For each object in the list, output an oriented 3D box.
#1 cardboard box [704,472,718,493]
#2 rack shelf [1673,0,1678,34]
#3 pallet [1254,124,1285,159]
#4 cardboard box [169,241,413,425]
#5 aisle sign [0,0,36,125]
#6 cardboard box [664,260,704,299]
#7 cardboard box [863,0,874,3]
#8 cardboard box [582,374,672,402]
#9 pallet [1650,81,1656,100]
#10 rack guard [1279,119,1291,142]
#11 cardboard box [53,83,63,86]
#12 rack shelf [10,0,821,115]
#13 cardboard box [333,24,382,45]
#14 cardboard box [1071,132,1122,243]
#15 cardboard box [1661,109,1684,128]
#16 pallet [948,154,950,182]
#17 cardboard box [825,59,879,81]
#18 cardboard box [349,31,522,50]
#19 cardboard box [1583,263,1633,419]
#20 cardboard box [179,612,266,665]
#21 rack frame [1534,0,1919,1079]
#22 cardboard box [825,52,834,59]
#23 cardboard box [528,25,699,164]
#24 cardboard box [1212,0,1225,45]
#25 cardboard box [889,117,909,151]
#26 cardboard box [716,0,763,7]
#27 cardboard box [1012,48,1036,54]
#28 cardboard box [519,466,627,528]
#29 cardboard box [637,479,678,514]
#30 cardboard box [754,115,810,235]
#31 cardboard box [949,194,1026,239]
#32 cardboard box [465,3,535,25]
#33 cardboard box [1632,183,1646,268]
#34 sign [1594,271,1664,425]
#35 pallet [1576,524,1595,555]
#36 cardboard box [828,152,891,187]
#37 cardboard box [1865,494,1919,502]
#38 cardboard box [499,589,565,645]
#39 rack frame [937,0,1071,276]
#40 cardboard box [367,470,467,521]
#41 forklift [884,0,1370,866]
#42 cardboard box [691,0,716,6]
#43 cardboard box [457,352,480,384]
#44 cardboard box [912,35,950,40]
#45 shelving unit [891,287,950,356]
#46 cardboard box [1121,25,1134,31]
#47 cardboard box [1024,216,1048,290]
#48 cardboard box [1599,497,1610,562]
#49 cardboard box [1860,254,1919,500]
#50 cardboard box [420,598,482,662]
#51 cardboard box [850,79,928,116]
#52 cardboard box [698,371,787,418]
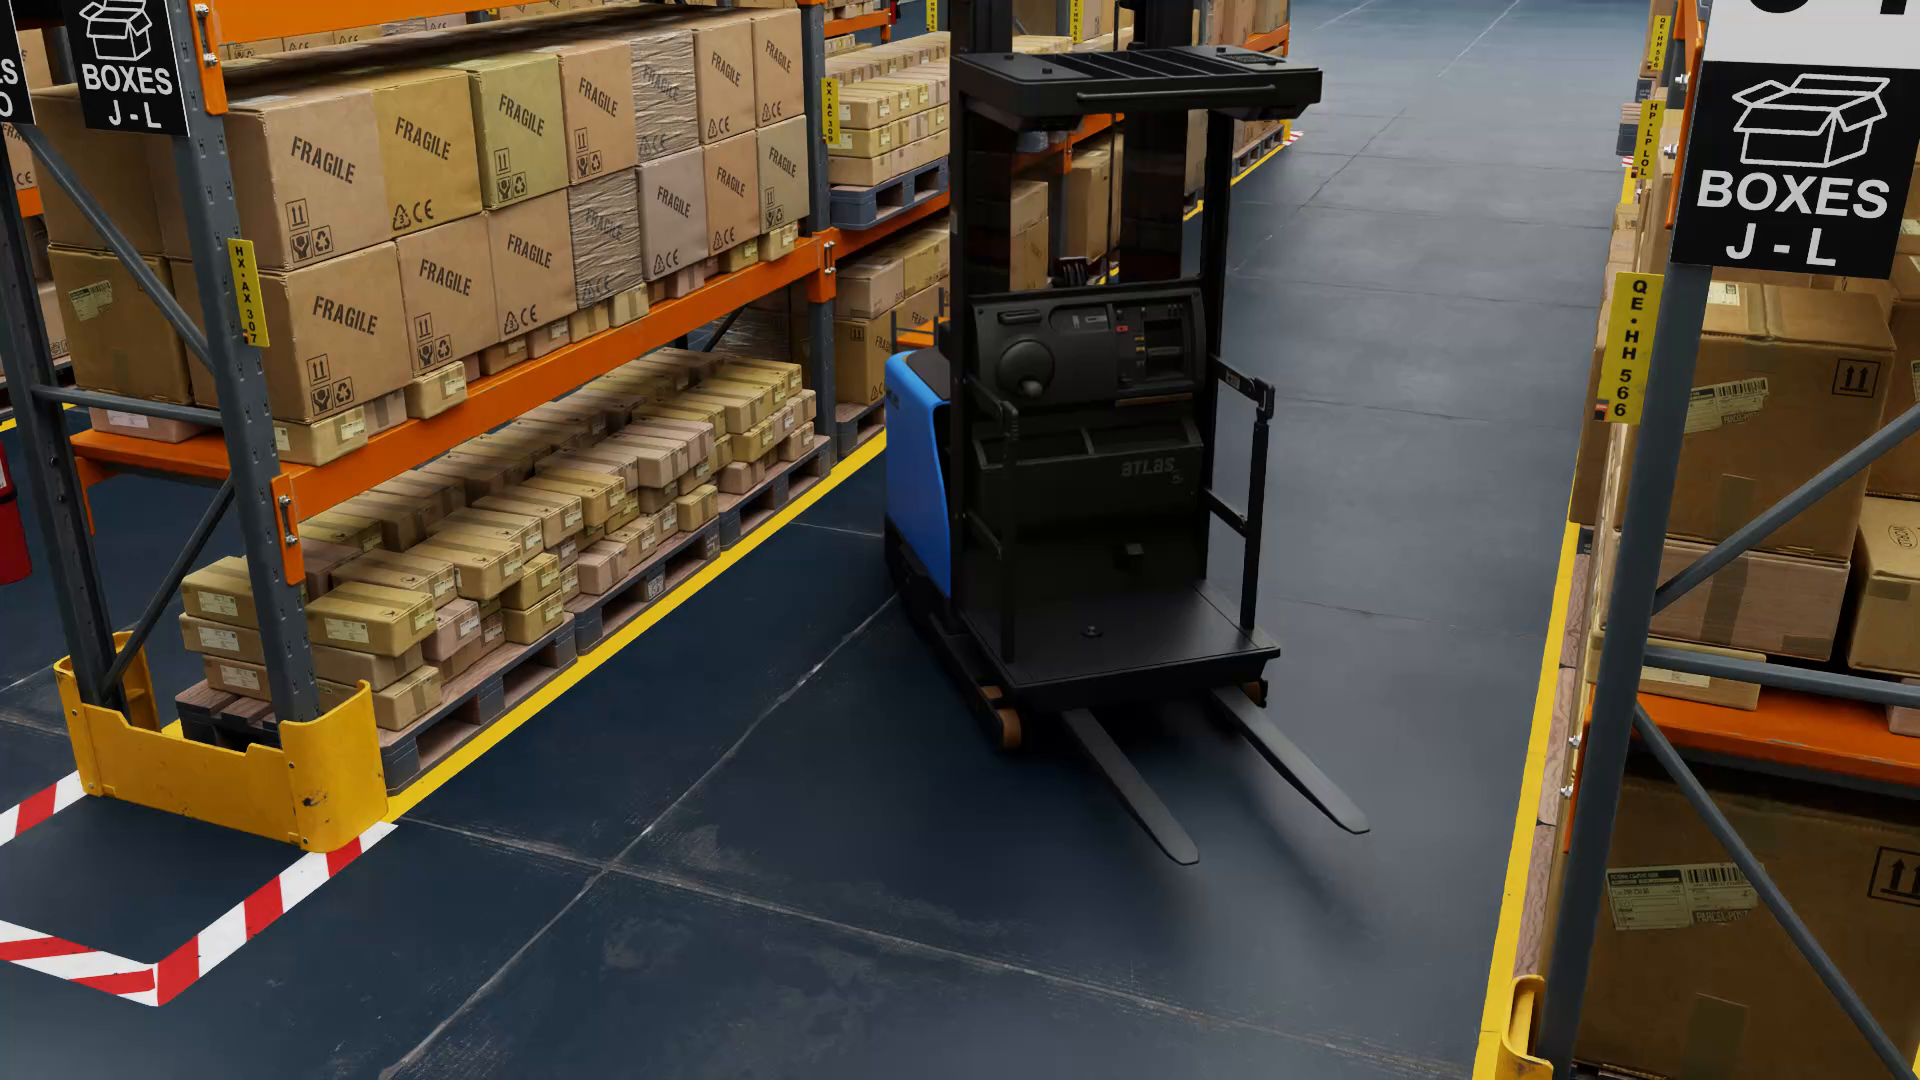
[{"bbox_3d":[-1.420,-0.281,8.186,0.380,0.149,0.250,8,24,19],"label":"cardboard box"},{"bbox_3d":[4.143,-2.875,8.284,1.077,0.370,4.000,9,24,20],"label":"rack shelf"},{"bbox_3d":[3.065,-4.564,18.903,1.003,0.211,1.213,9,24,20],"label":"pallet"},{"bbox_3d":[-2.230,-0.727,5.583,0.500,0.500,0.500,10,25,23],"label":"cardboard box"},{"bbox_3d":[-2.959,-1.639,4.909,0.394,0.787,0.004,9,24,20],"label":"aisle sign"},{"bbox_3d":[-1.397,-1.217,7.598,0.380,0.149,0.250,8,24,18],"label":"cardboard box"},{"bbox_3d":[-1.289,-6.770,20.051,0.500,0.500,0.500,8,24,19],"label":"cardboard box"},{"bbox_3d":[-1.693,-0.725,8.477,0.380,0.149,0.250,8,24,19],"label":"cardboard box"},{"bbox_3d":[5.583,-3.165,12.184,1.003,0.211,1.213,9,24,20],"label":"pallet"},{"bbox_3d":[3.299,-5.003,19.580,1.175,0.500,0.348,9,24,20],"label":"rack guard"},{"bbox_3d":[-5.376,-2.805,10.619,0.500,0.250,0.500,8,24,19],"label":"cardboard box"},{"bbox_3d":[-1.910,-2.190,6.644,1.077,0.370,4.000,9,24,20],"label":"rack shelf"},{"bbox_3d":[-4.638,-3.881,12.223,0.500,0.500,0.500,9,24,20],"label":"cardboard box"},{"bbox_3d":[0.950,-2.959,13.817,1.050,0.750,0.750,9,24,21],"label":"cardboard box"},{"bbox_3d":[2.985,-1.387,6.514,0.500,0.500,0.500,9,24,20],"label":"cardboard box"},{"bbox_3d":[-0.379,-2.483,10.550,1.003,0.211,1.213,9,24,20],"label":"pallet"},{"bbox_3d":[-0.715,-2.844,10.176,0.380,0.149,0.250,8,24,18],"label":"cardboard box"},{"bbox_3d":[-2.148,-1.825,6.915,0.500,0.500,0.500,8,24,18],"label":"cardboard box"},{"bbox_3d":[3.950,-0.873,8.659,1.225,0.875,0.875,8,24,18],"label":"cardboard box"},{"bbox_3d":[-2.722,0.332,6.331,0.380,0.149,0.250,8,24,19],"label":"cardboard box"},{"bbox_3d":[1.911,0.323,3.584,0.949,2.616,0.053,9,24,20],"label":"rack frame"},{"bbox_3d":[-1.784,-5.401,19.338,0.500,0.500,0.500,8,24,19],"label":"cardboard box"},{"bbox_3d":[-1.481,-1.925,7.153,0.500,0.500,0.500,9,24,21],"label":"cardboard box"},{"bbox_3d":[2.113,-5.120,16.420,0.875,0.550,0.550,9,24,20],"label":"cardboard box"},{"bbox_3d":[-0.500,-2.237,9.109,0.380,0.149,0.250,8,24,19],"label":"cardboard box"},{"bbox_3d":[-2.407,-5.690,17.465,0.500,0.500,0.500,9,24,20],"label":"cardboard box"},{"bbox_3d":[0.273,-3.117,10.830,0.380,0.149,0.250,10,24,22],"label":"cardboard box"},{"bbox_3d":[-1.673,-0.188,7.190,0.380,0.149,0.250,9,24,21],"label":"cardboard box"},{"bbox_3d":[-1.541,-0.251,7.728,0.380,0.149,0.250,8,24,18],"label":"cardboard box"},{"bbox_3d":[-1.085,-1.824,8.209,0.500,0.500,0.500,9,24,20],"label":"cardboard box"},{"bbox_3d":[0.130,-2.207,11.368,0.500,0.250,0.500,9,24,21],"label":"cardboard box"},{"bbox_3d":[-3.933,-4.463,13.982,0.500,0.500,0.500,8,24,19],"label":"cardboard box"},{"bbox_3d":[3.510,-1.536,7.906,0.500,0.500,0.500,10,25,22],"label":"cardboard box"},{"bbox_3d":[1.415,-0.402,3.512,0.100,0.325,0.005,9,24,20],"label":"sign"},{"bbox_3d":[3.617,-0.108,8.234,1.003,0.211,1.213,9,24,20],"label":"pallet"},{"bbox_3d":[-0.594,-2.007,8.944,0.380,0.149,0.250,8,24,18],"label":"cardboard box"},{"bbox_3d":[2.530,-0.064,4.321,0.500,0.250,0.500,8,24,19],"label":"cardboard box"},{"bbox_3d":[-1.858,0.287,6.826,0.380,0.149,0.250,9,24,21],"label":"cardboard box"},{"bbox_3d":[0.318,-3.285,12.223,1.000,3.000,0.127,9,24,20],"label":"rack frame"},{"bbox_3d":[-2.364,-0.181,7.174,0.380,0.149,0.250,10,25,22],"label":"cardboard box"},{"bbox_3d":[0.570,-0.721,6.174,1.130,2.935,3.031,-7,24,-16],"label":"forklift"},{"bbox_3d":[-2.788,-5.568,16.628,0.500,0.500,0.500,8,24,19],"label":"cardboard box"},{"bbox_3d":[-2.054,-0.674,6.297,0.380,0.149,0.250,10,25,23],"label":"cardboard box"},{"bbox_3d":[-0.131,-3.403,11.516,0.380,0.149,0.250,8,24,19],"label":"cardboard box"},{"bbox_3d":[-0.100,-0.569,8.057,0.258,1.200,0.503,11,25,24],"label":"shelving unit"},{"bbox_3d":[1.297,-3.994,13.791,0.500,0.500,0.500,9,24,19],"label":"cardboard box"},{"bbox_3d":[0.316,-2.053,11.971,0.500,0.500,0.500,9,24,20],"label":"cardboard box"},{"bbox_3d":[2.024,-0.007,4.702,0.380,0.149,0.250,9,24,21],"label":"cardboard box"},{"bbox_3d":[2.529,-0.402,4.157,0.500,0.500,0.500,8,24,19],"label":"cardboard box"},{"bbox_3d":[-2.066,0.321,6.357,0.380,0.149,0.250,9,24,20],"label":"cardboard box"},{"bbox_3d":[-0.399,-2.473,9.289,0.380,0.149,0.250,9,24,21],"label":"cardboard box"},{"bbox_3d":[-1.116,-0.745,8.524,0.380,0.149,0.250,9,24,21],"label":"cardboard box"}]
